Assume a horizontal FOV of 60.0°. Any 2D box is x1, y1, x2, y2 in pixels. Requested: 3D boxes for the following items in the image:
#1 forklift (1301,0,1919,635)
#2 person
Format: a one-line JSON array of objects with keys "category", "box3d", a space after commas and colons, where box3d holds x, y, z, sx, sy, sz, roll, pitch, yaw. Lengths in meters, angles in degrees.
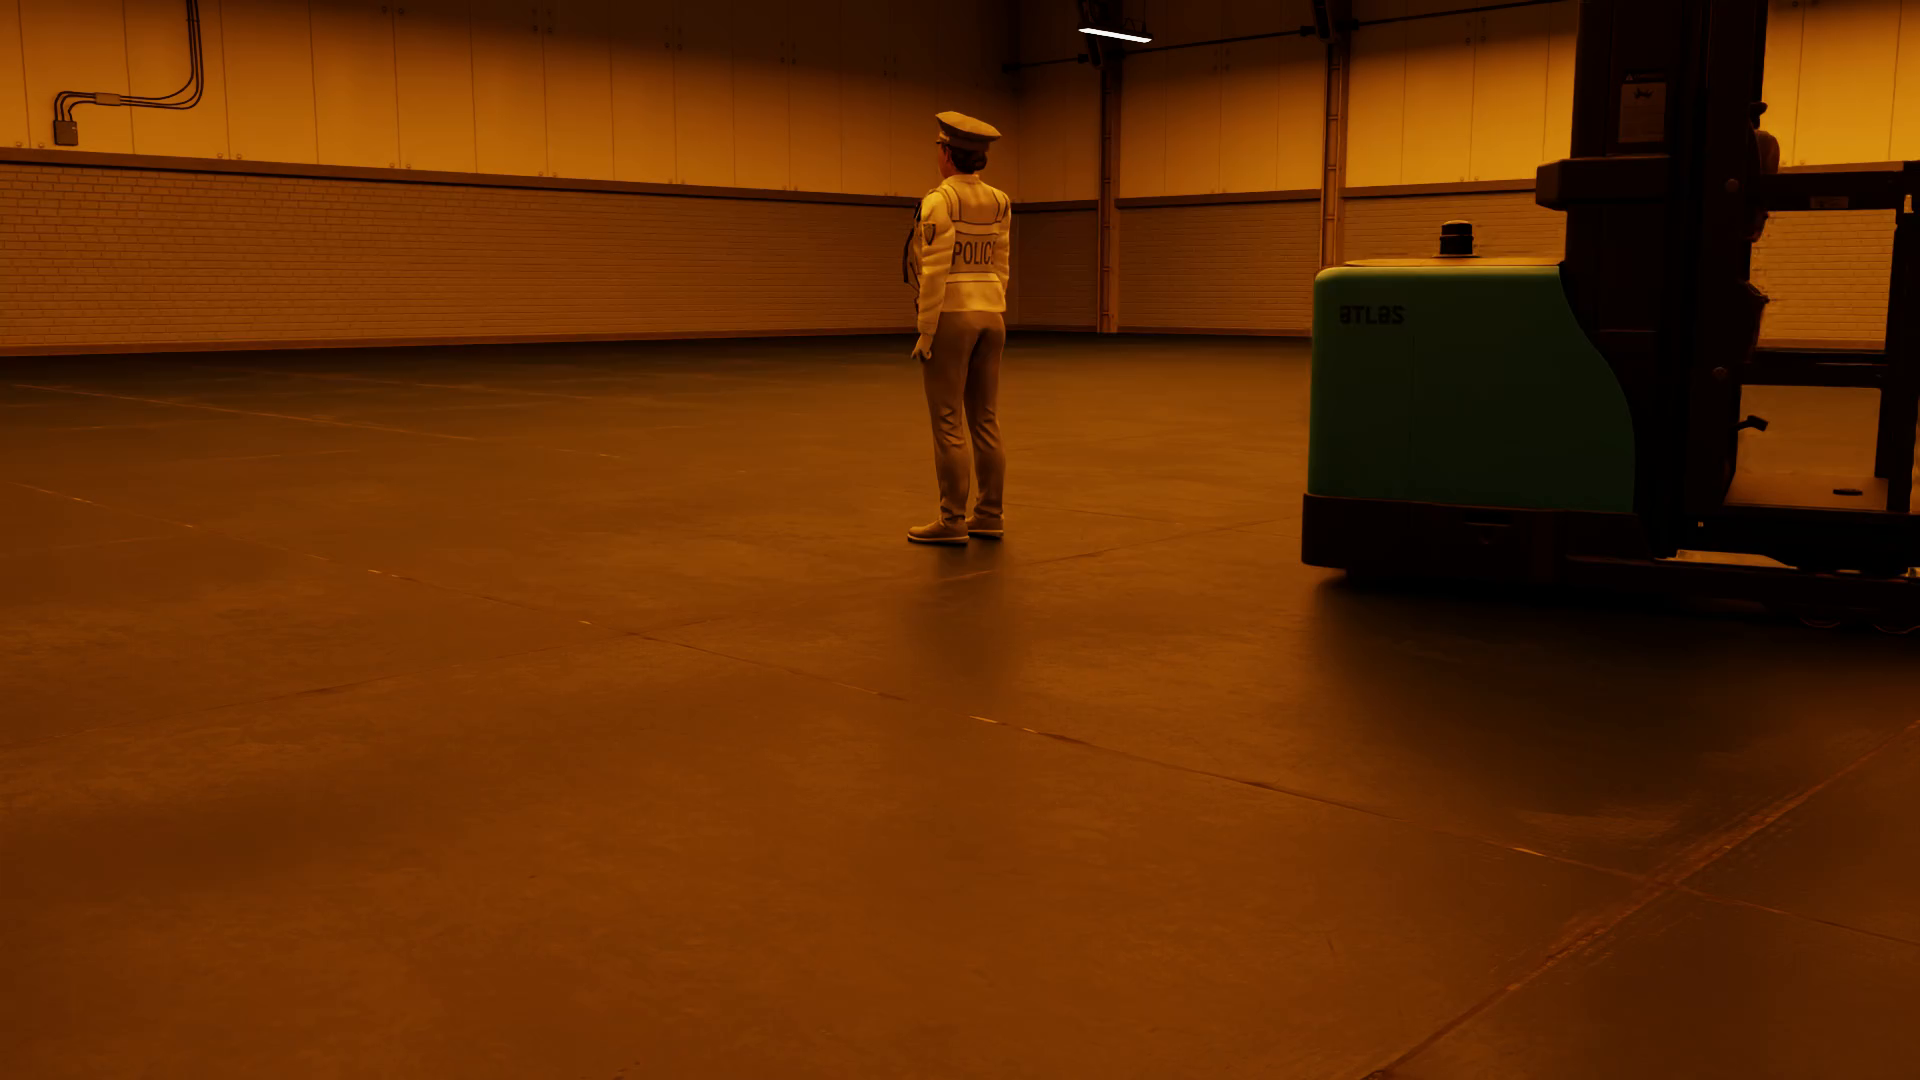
[{"category": "forklift", "box3d": [2.727, -1.262, 5.251, 3.031, 2.935, 1.130, 4, 10, 26]}, {"category": "person", "box3d": [-0.004, -0.834, 6.587, 0.354, 1.694, 0.461, 8, 12, 43]}]
